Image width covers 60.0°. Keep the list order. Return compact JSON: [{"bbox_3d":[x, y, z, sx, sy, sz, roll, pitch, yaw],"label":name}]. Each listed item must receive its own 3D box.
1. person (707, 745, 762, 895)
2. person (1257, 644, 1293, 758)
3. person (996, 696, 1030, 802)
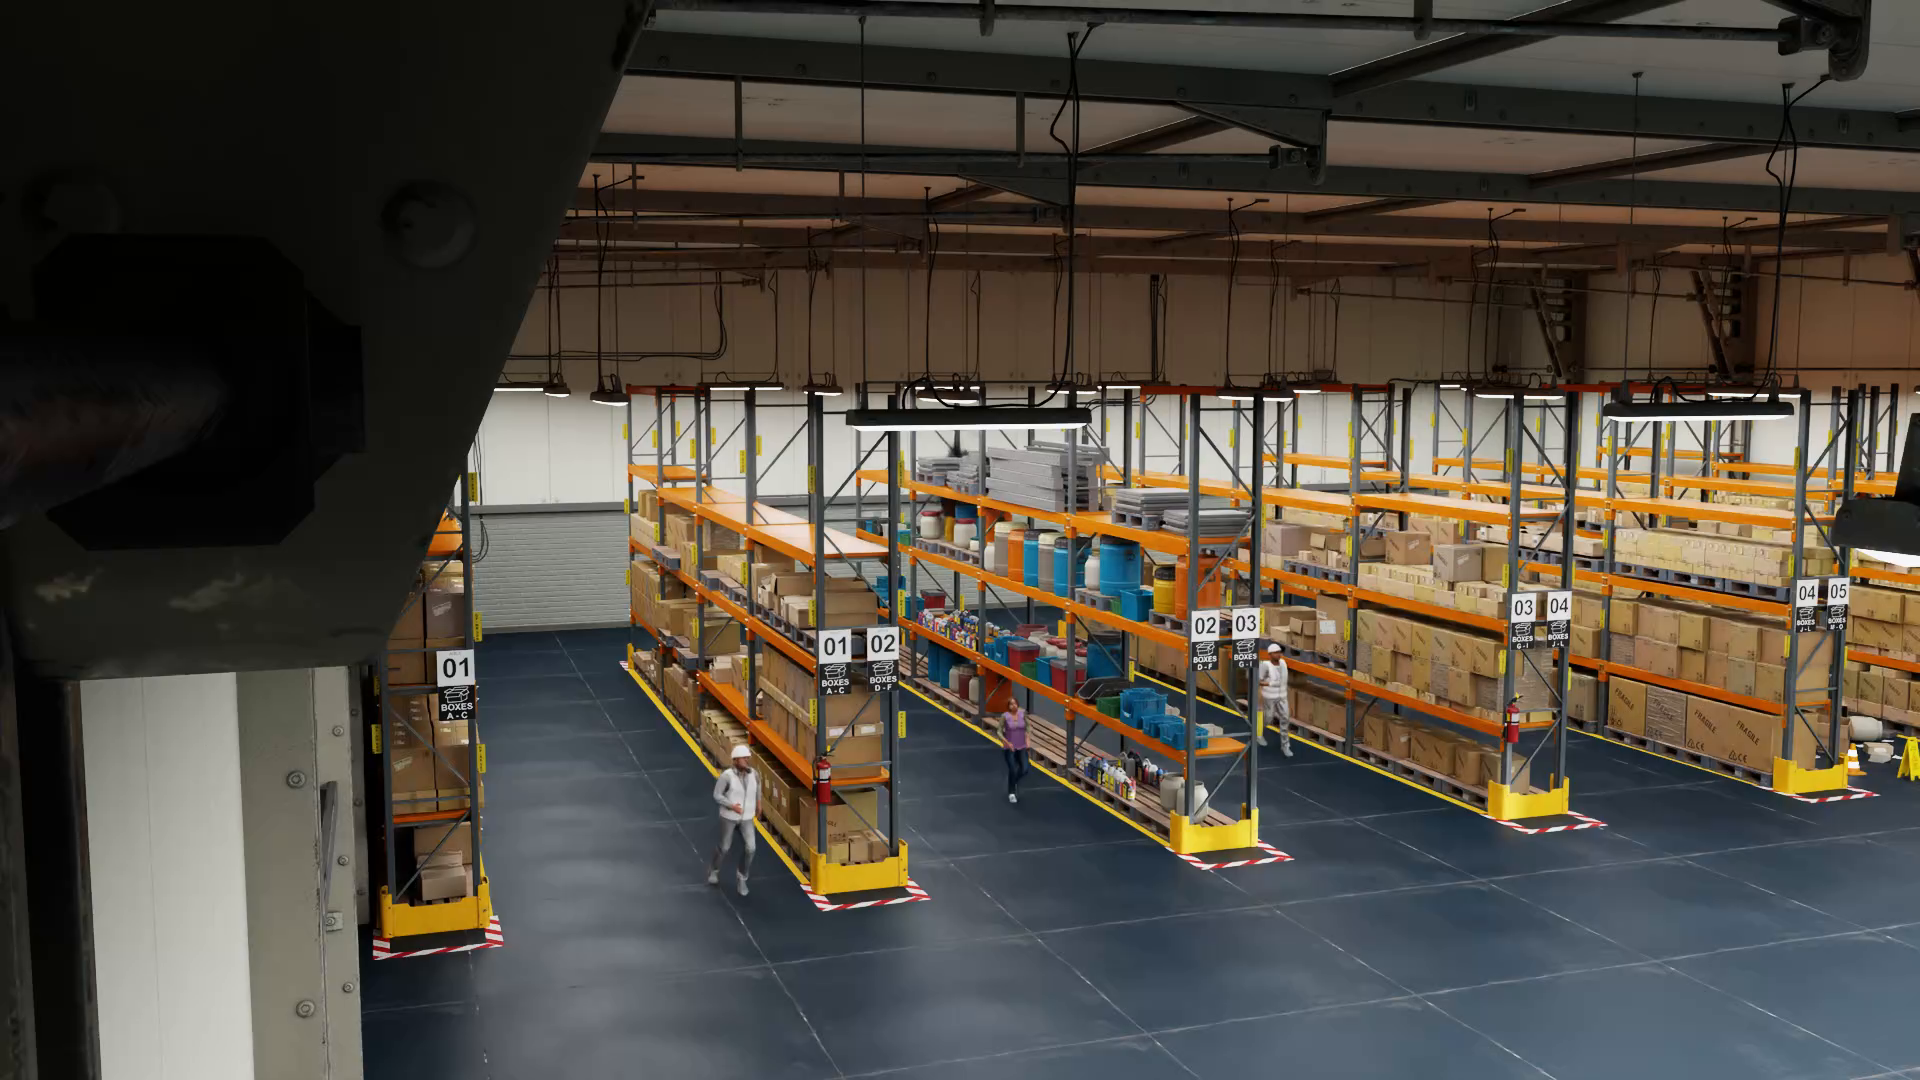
[{"bbox_3d":[-2.687,3.387,20.224,0.709,1.831,0.710,-3,7,-29],"label":"person"},{"bbox_3d":[5.161,2.606,27.380,0.672,1.819,0.928,-2,6,-21],"label":"person"},{"bbox_3d":[0.812,3.057,24.279,0.550,1.561,0.478,-2,6,-16],"label":"person"}]
